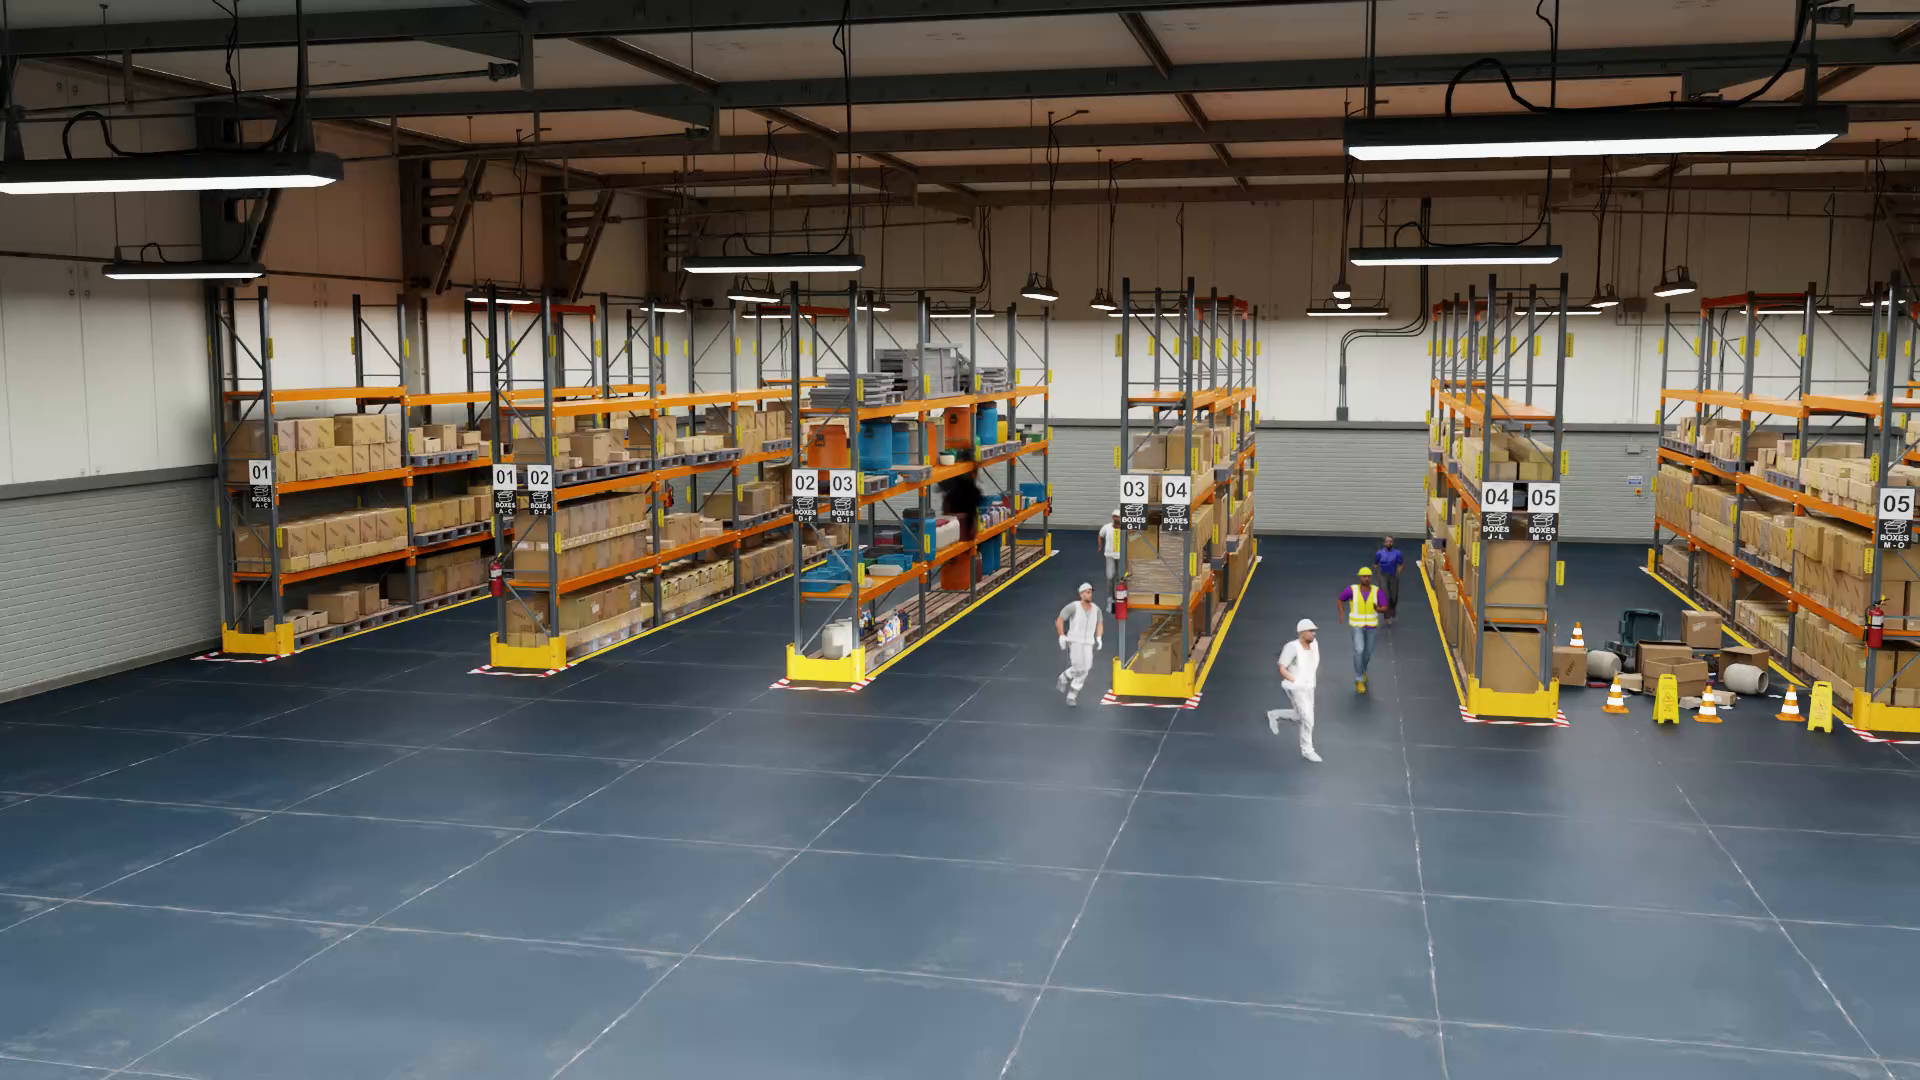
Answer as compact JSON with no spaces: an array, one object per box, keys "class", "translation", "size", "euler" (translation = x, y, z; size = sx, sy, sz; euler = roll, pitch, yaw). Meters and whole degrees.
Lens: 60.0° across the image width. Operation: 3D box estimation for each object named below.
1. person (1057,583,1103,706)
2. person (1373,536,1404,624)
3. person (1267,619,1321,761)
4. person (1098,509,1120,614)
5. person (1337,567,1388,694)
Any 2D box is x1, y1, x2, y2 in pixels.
[{"class":"person","translation":[1.730,1.463,23.470],"size":[0.711,1.708,0.555],"euler":[-3,7,-22]},{"class":"person","translation":[7.818,0.719,30.369],"size":[0.562,1.609,0.581],"euler":[2,7,15]},{"class":"person","translation":[4.113,1.819,20.468],"size":[0.797,1.751,0.704],"euler":[7,9,45]},{"class":"person","translation":[2.848,0.371,30.337],"size":[0.677,1.885,0.742],"euler":[1,7,6]},{"class":"person","translation":[5.958,1.293,24.546],"size":[0.682,1.803,0.879],"euler":[0,7,0]}]
